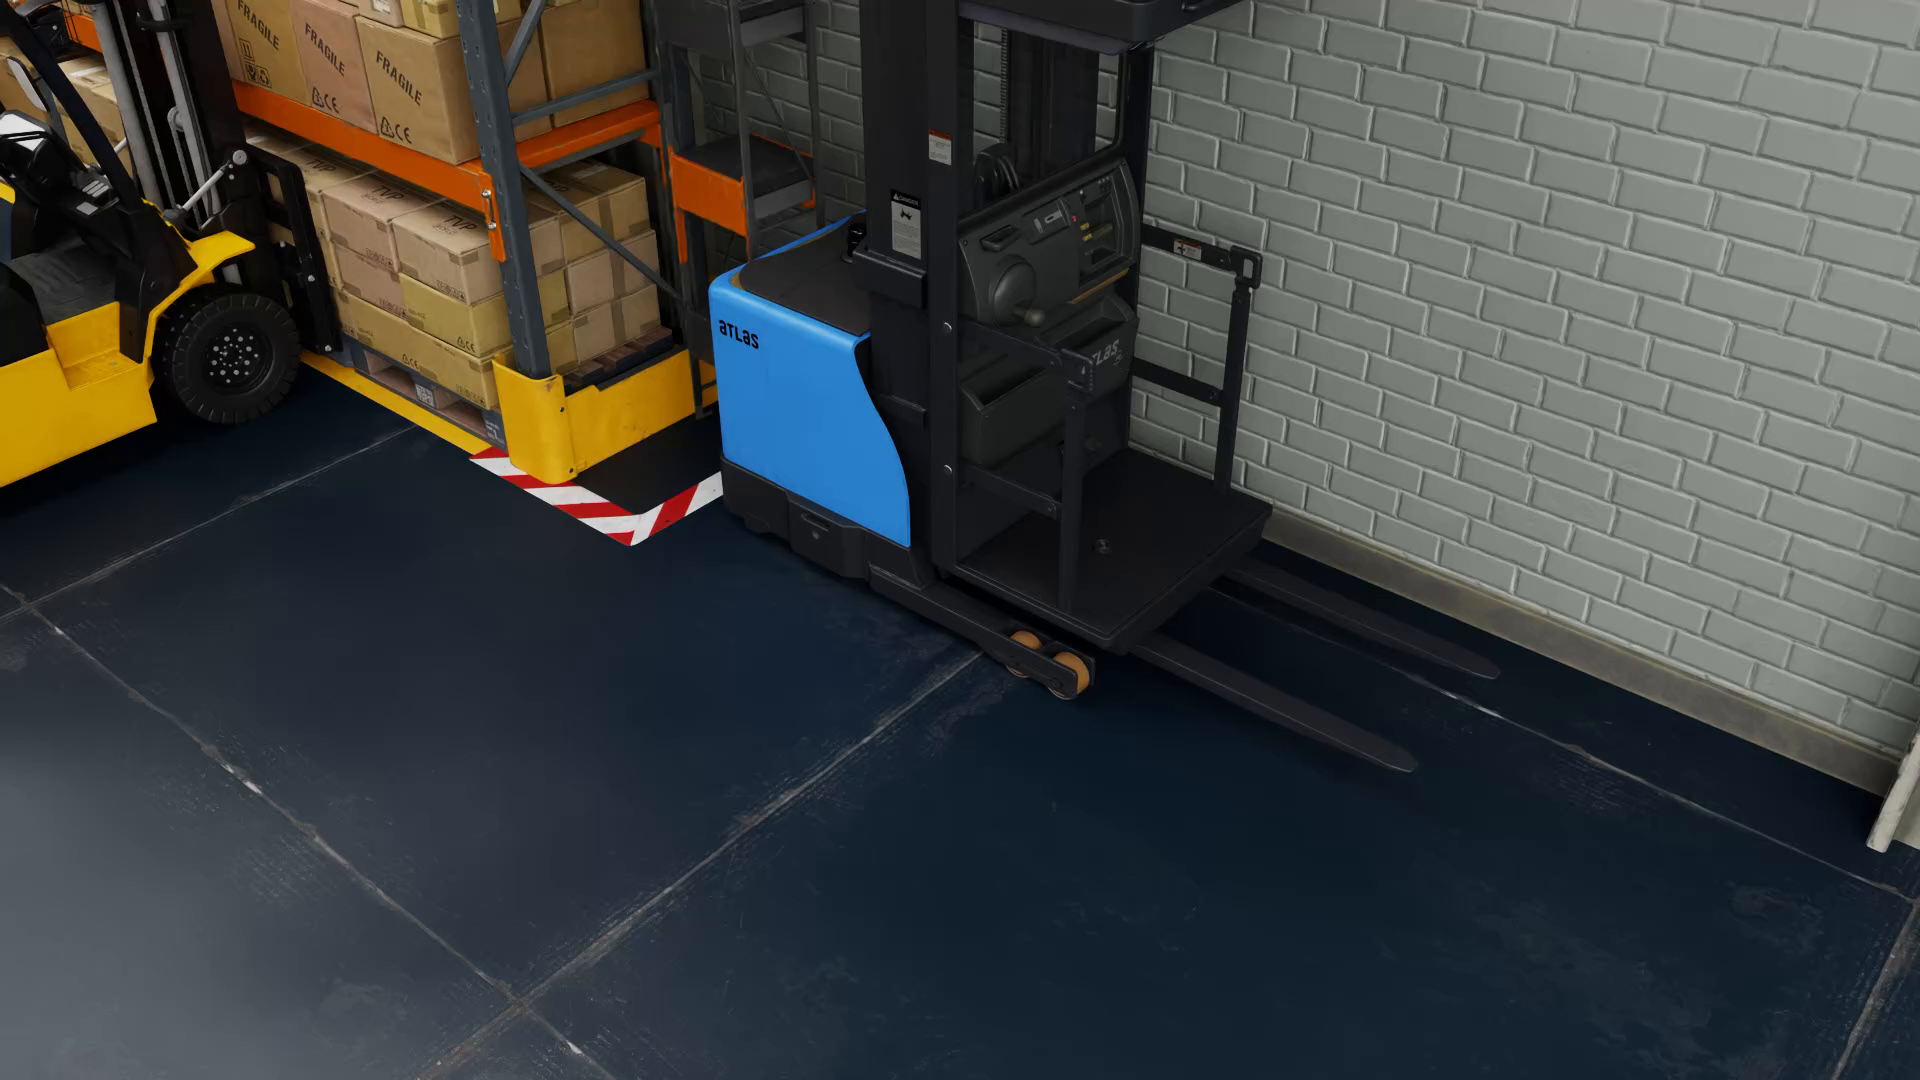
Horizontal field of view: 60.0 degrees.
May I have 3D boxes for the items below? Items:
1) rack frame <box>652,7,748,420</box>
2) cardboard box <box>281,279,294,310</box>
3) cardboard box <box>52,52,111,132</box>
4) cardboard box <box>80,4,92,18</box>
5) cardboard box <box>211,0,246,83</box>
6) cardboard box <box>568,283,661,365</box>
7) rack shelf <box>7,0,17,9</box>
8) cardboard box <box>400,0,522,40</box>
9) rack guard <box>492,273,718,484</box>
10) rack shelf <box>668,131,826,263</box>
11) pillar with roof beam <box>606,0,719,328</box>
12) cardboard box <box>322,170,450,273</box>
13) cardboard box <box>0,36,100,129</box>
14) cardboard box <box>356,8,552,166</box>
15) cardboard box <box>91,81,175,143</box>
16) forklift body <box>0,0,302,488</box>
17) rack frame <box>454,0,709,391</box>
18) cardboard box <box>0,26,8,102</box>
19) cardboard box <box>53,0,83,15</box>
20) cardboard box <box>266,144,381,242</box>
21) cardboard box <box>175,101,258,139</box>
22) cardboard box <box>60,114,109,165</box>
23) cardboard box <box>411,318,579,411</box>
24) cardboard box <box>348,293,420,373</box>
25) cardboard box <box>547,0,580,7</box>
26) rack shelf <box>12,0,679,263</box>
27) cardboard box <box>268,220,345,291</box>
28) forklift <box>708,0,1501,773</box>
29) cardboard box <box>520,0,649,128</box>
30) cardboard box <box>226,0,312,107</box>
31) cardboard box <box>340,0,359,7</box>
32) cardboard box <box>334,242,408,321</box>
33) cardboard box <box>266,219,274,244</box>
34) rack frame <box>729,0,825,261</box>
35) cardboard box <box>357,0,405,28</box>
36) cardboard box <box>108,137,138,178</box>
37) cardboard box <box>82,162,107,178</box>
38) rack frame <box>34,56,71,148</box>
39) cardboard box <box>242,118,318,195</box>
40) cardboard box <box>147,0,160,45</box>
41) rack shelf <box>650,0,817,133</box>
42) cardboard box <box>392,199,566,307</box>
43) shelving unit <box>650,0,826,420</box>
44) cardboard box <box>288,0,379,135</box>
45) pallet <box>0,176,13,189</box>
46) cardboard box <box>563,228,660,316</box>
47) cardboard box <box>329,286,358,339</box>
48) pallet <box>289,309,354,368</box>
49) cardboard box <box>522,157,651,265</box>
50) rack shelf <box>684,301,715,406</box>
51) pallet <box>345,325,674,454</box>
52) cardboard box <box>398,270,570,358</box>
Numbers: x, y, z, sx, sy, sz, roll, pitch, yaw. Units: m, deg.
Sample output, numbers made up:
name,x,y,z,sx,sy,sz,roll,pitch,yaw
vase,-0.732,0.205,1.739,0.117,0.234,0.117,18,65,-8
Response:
name,x,y,z,sx,sy,sz,roll,pitch,yaw
rack frame,-1.056,-1.493,7.069,0.015,2.100,0.400,29,44,35
cardboard box,-3.234,-1.404,8.202,0.500,0.250,0.500,27,43,33
cardboard box,-4.406,-2.372,8.729,0.500,0.250,0.500,25,41,31
cardboard box,-3.992,-2.818,8.115,0.500,0.500,0.500,26,42,33
cardboard box,-3.229,-2.443,7.570,0.500,0.500,0.500,26,42,32
cardboard box,-1.755,-1.086,7.740,0.500,0.250,0.500,25,42,32
rack shelf,-6.114,-3.660,10.065,4.000,0.370,1.077,25,42,32
cardboard box,-1.948,-2.096,6.491,0.250,0.149,0.380,26,42,32
rack guard,-1.484,-0.744,7.392,0.348,0.500,1.175,25,42,32
rack shelf,-0.882,-1.385,6.935,0.480,0.518,0.431,29,44,35
pillar with roof beam,-4.215,-3.028,3.210,0.400,9.000,9.100,25,42,32
cardboard box,-2.452,-1.449,7.385,0.500,0.250,0.500,26,42,33
cardboard box,-4.985,-2.611,9.628,0.625,0.625,0.875,27,43,34
cardboard box,-2.049,-1.889,6.762,0.500,0.500,0.500,24,41,31
cardboard box,-4.019,-2.183,8.453,0.500,0.250,0.500,25,42,32
forklift body,-4.127,-1.327,6.782,1.214,2.155,2.313,25,42,32
rack frame,-1.503,-1.783,6.697,0.127,3.000,1.000,25,42,32
cardboard box,-5.576,-2.895,10.043,0.625,0.625,0.875,25,42,31
cardboard box,-4.403,-2.999,8.379,0.500,0.500,0.500,24,41,31
cardboard box,-2.846,-1.627,7.644,0.500,0.250,0.500,26,42,32
cardboard box,-3.629,-2.008,8.198,0.500,0.250,0.500,27,43,33
cardboard box,-4.402,-2.169,8.874,0.500,0.250,0.500,25,42,32
cardboard box,-2.066,-0.856,7.404,0.500,0.250,0.500,26,42,32
cardboard box,-2.442,-1.040,7.673,0.500,0.250,0.500,25,42,32
cardboard box,-1.597,-2.328,6.829,0.250,0.149,0.380,24,41,31
rack shelf,-3.040,-2.211,7.956,4.000,0.370,1.077,25,42,32
cardboard box,-2.865,-1.434,7.804,0.500,0.250,0.500,24,41,31
forklift,0.482,-0.980,5.588,3.031,2.935,1.130,25,42,32
cardboard box,-1.706,-2.125,7.106,0.500,0.500,0.500,27,43,33
cardboard box,-2.836,-2.266,7.312,0.500,0.500,0.500,24,41,31
cardboard box,-2.324,-2.296,6.782,0.250,0.149,0.380,26,42,33
cardboard box,-2.455,-1.256,7.545,0.500,0.250,0.500,25,42,31
cardboard box,-3.248,-1.616,8.070,0.500,0.250,0.500,25,42,32
rack frame,-0.707,-1.301,6.787,0.015,2.100,0.400,29,44,35
cardboard box,-2.164,-2.175,6.607,0.250,0.149,0.380,26,42,33
cardboard box,-4.014,-1.987,8.610,0.500,0.250,0.500,25,42,32
cardboard box,-4.417,-1.953,9.002,0.500,0.250,0.500,26,42,32
rack frame,-4.577,-3.232,8.807,0.127,3.000,1.000,25,42,32
cardboard box,-3.231,-1.814,7.916,0.500,0.250,0.500,24,41,31
cardboard box,-3.602,-2.635,7.849,0.500,0.500,0.500,25,42,31
rack shelf,-0.883,-1.963,6.540,0.480,0.518,0.431,29,44,35
cardboard box,-2.056,-1.266,7.119,0.500,0.250,0.500,27,43,33
shelving unit,-0.882,-1.397,6.928,0.503,2.100,0.431,29,44,35
cardboard box,-2.442,-2.081,7.042,0.500,0.500,0.500,27,43,33
pallet,-5.168,-2.333,9.960,1.213,0.211,1.003,25,42,32
cardboard box,-1.731,-1.290,7.595,0.500,0.250,0.500,26,42,33
cardboard box,-2.821,-1.225,7.942,0.500,0.250,0.500,26,42,32
pallet,-3.050,-1.335,8.507,1.213,0.211,1.003,25,42,32
cardboard box,-1.751,-1.492,7.447,0.500,0.250,0.500,25,41,31
rack shelf,-0.880,-0.808,7.331,0.480,0.518,0.431,29,44,35
pallet,-2.117,-0.893,7.863,1.213,0.211,1.003,25,42,32
cardboard box,-2.077,-1.069,7.274,0.500,0.250,0.500,25,41,31
